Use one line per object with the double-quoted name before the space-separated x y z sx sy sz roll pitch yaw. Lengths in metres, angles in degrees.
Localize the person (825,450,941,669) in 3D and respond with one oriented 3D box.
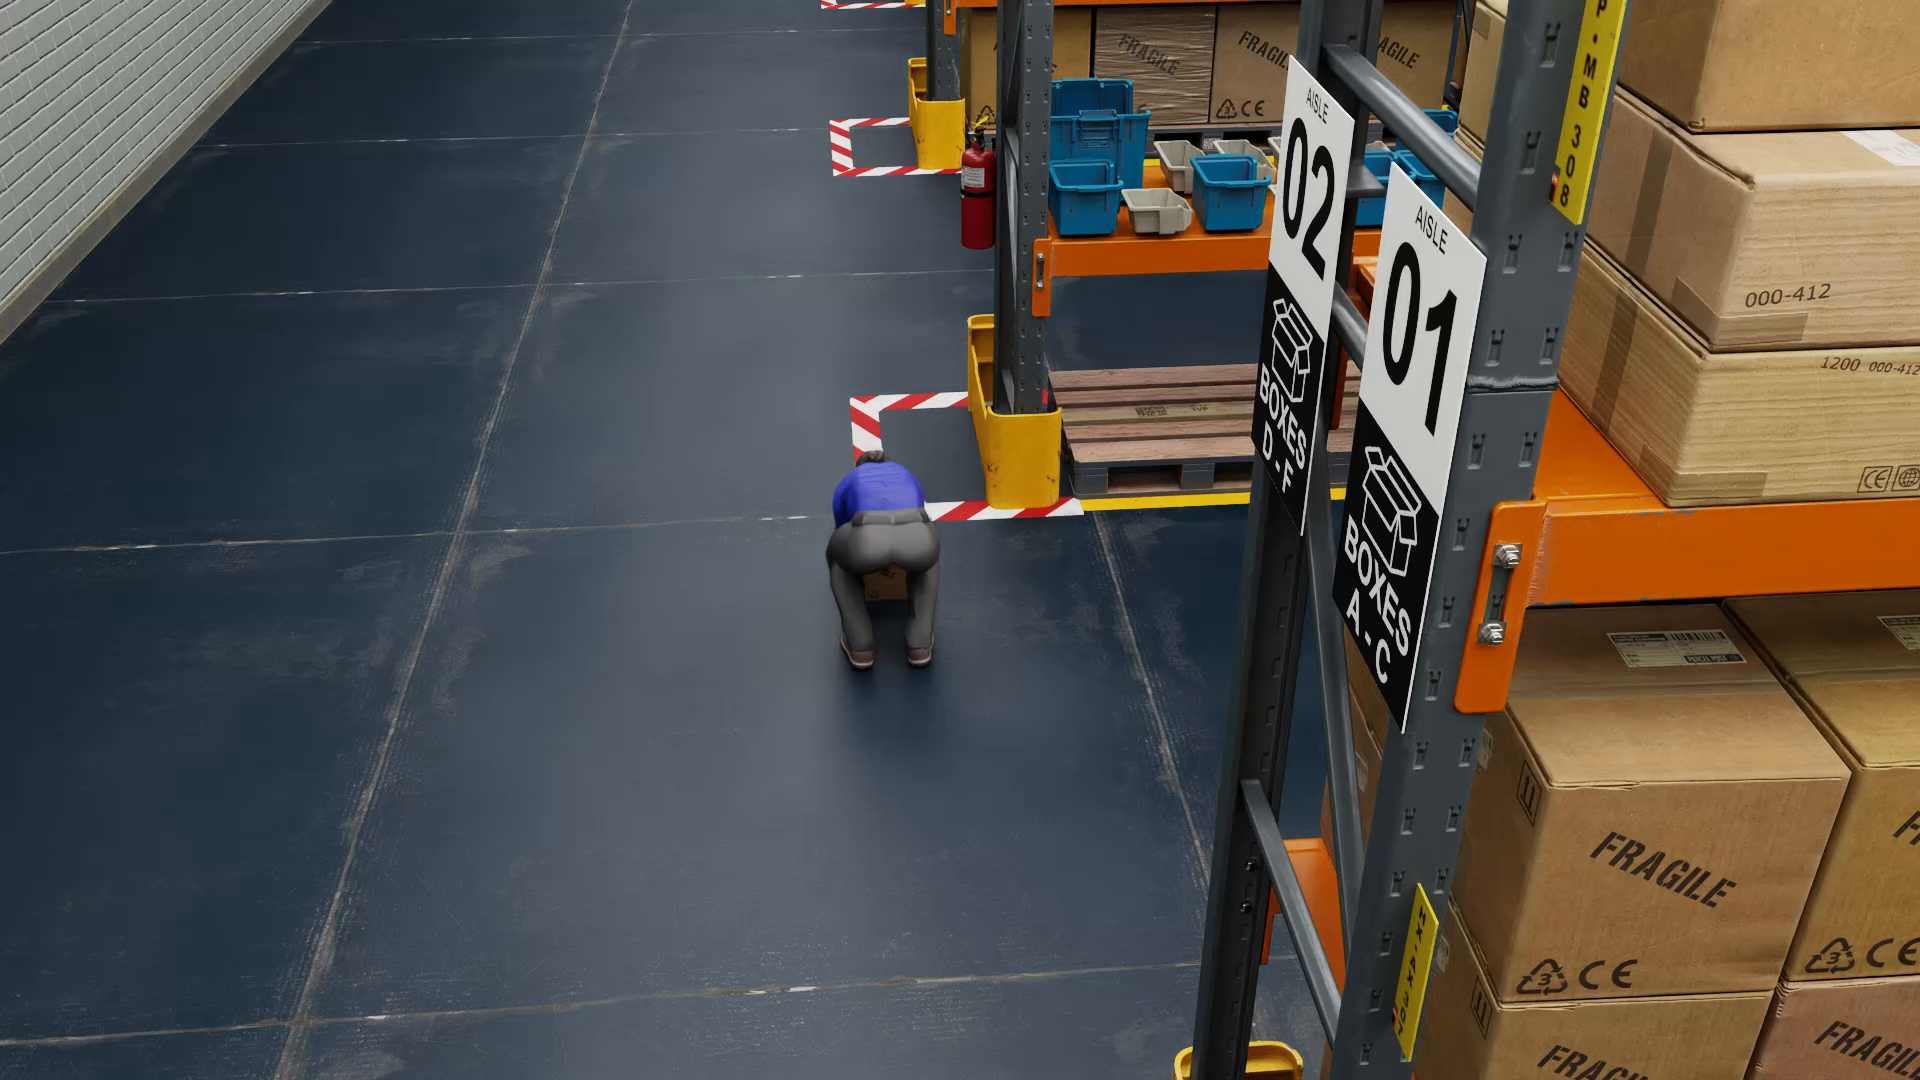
"person" -0.320 0.055 6.907 0.472 0.793 0.871 -4 32 -7
